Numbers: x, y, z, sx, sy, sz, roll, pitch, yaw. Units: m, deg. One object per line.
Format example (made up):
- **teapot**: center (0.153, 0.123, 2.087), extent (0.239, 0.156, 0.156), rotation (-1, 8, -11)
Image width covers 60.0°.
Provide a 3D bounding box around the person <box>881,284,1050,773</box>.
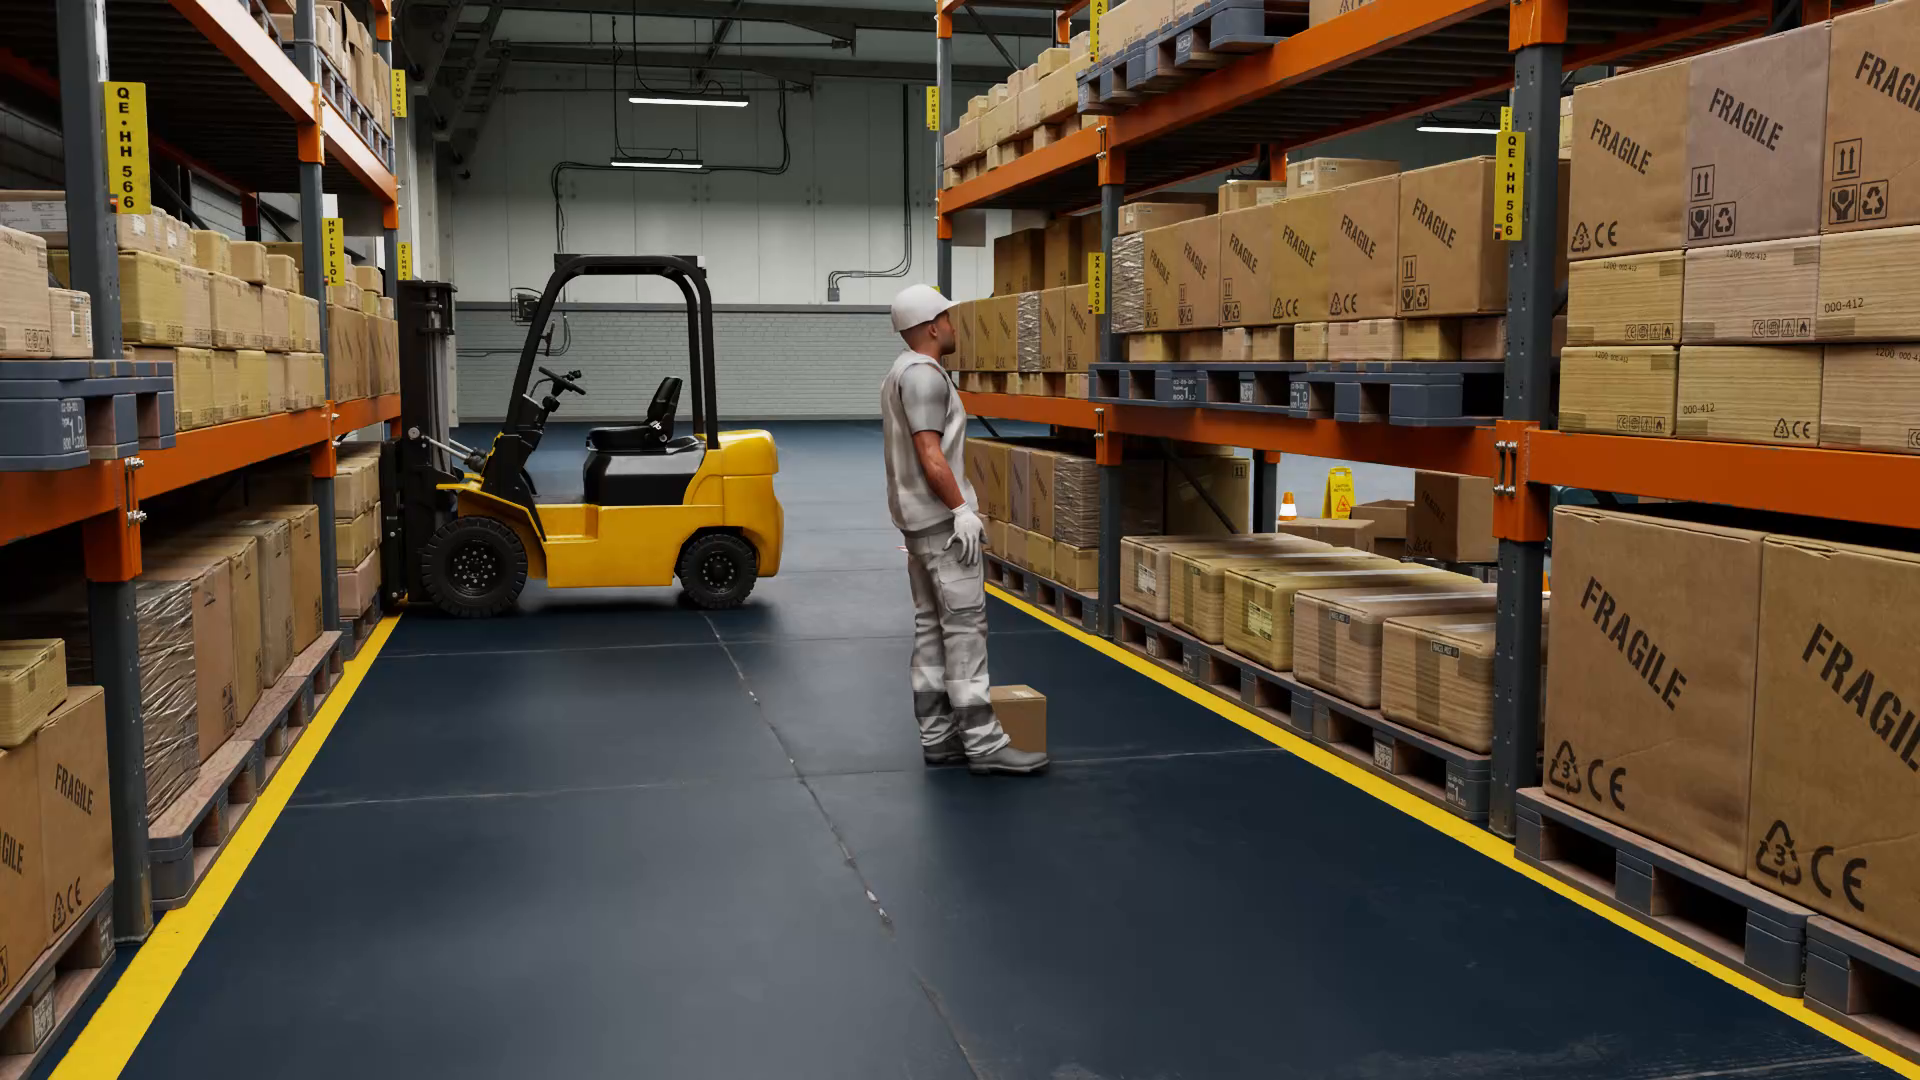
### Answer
- **person**: center (-0.005, -0.057, 6.225), extent (0.565, 1.787, 0.637), rotation (-1, 6, -14)
